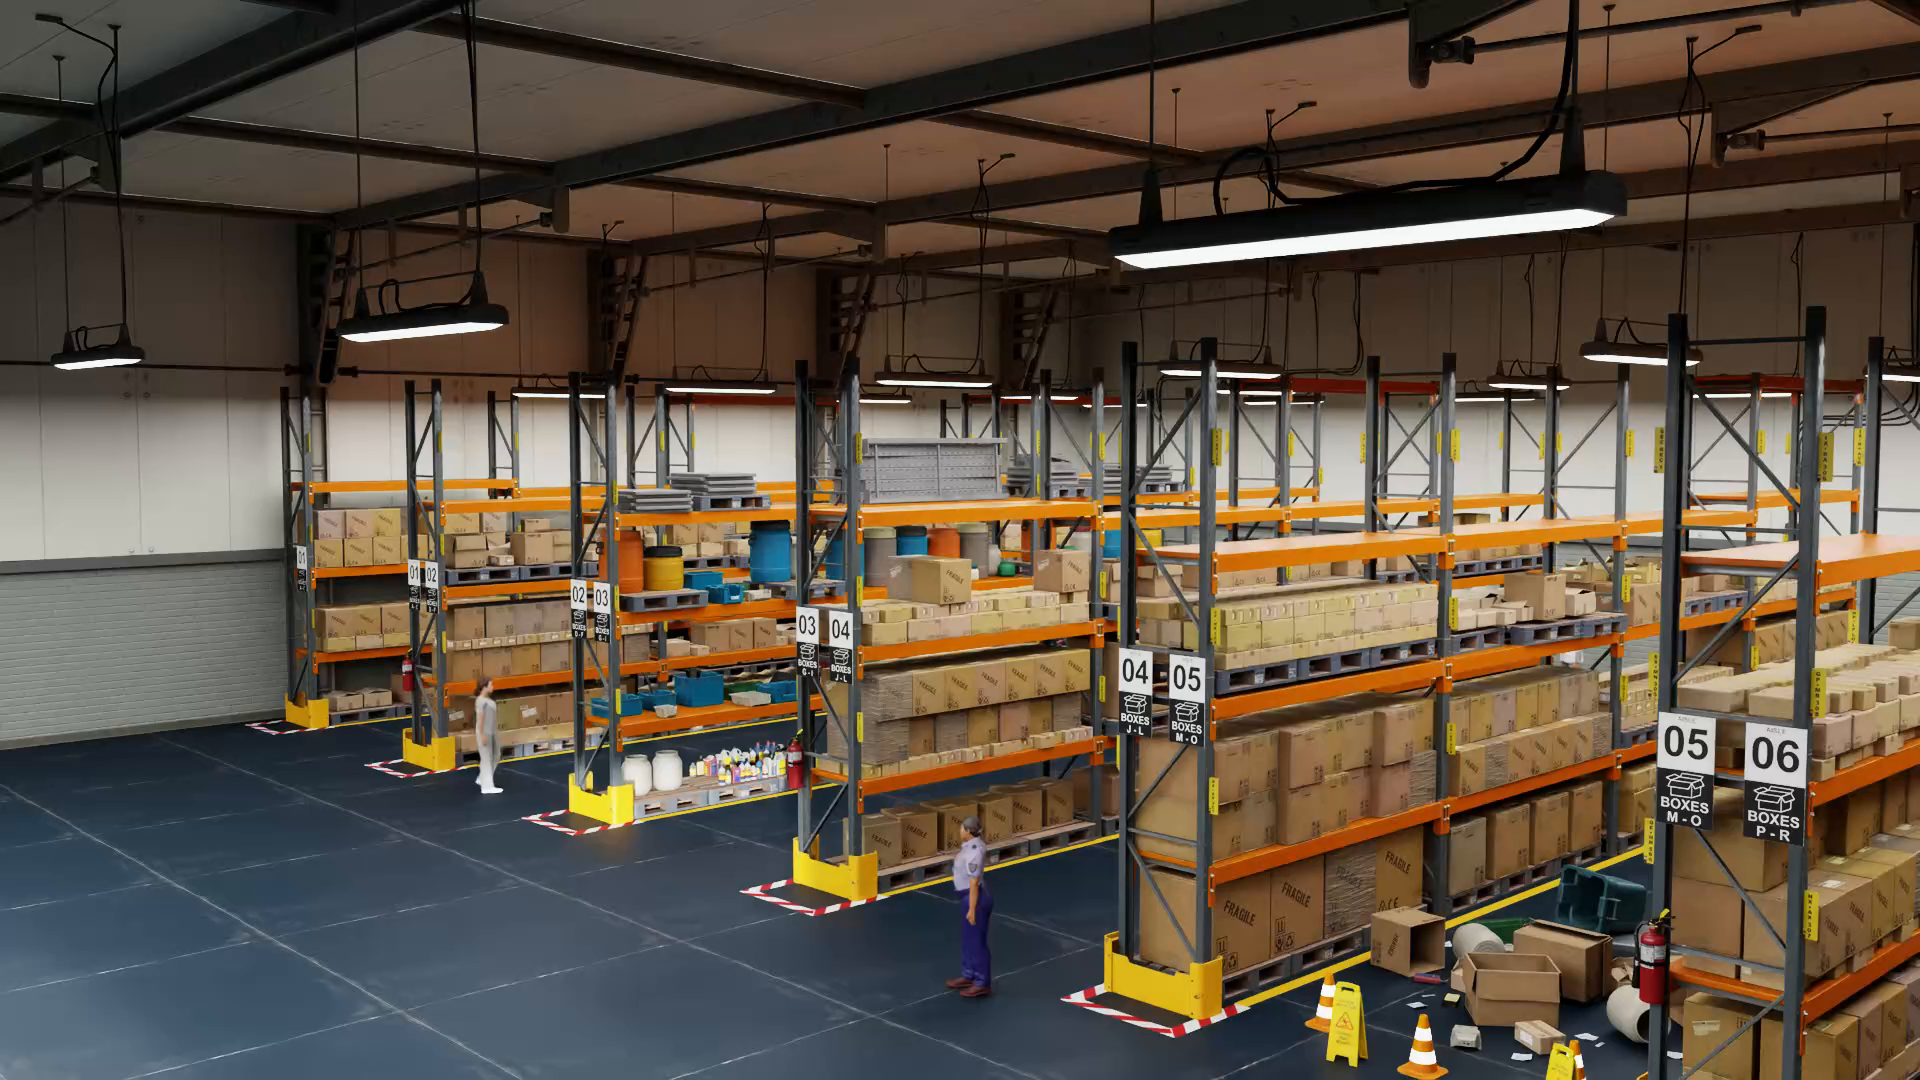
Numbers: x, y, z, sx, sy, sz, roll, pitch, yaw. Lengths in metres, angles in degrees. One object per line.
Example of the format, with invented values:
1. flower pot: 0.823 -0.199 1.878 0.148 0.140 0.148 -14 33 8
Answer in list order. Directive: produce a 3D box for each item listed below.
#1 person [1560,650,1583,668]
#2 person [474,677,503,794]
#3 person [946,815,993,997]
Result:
1. person: 11.474 2.280 31.143 0.577 1.767 0.537 -1 4 -13
2. person: -6.821 2.806 23.969 0.502 1.680 0.509 0 4 5
3. person: 0.085 3.362 15.322 0.430 1.649 0.493 0 4 0
